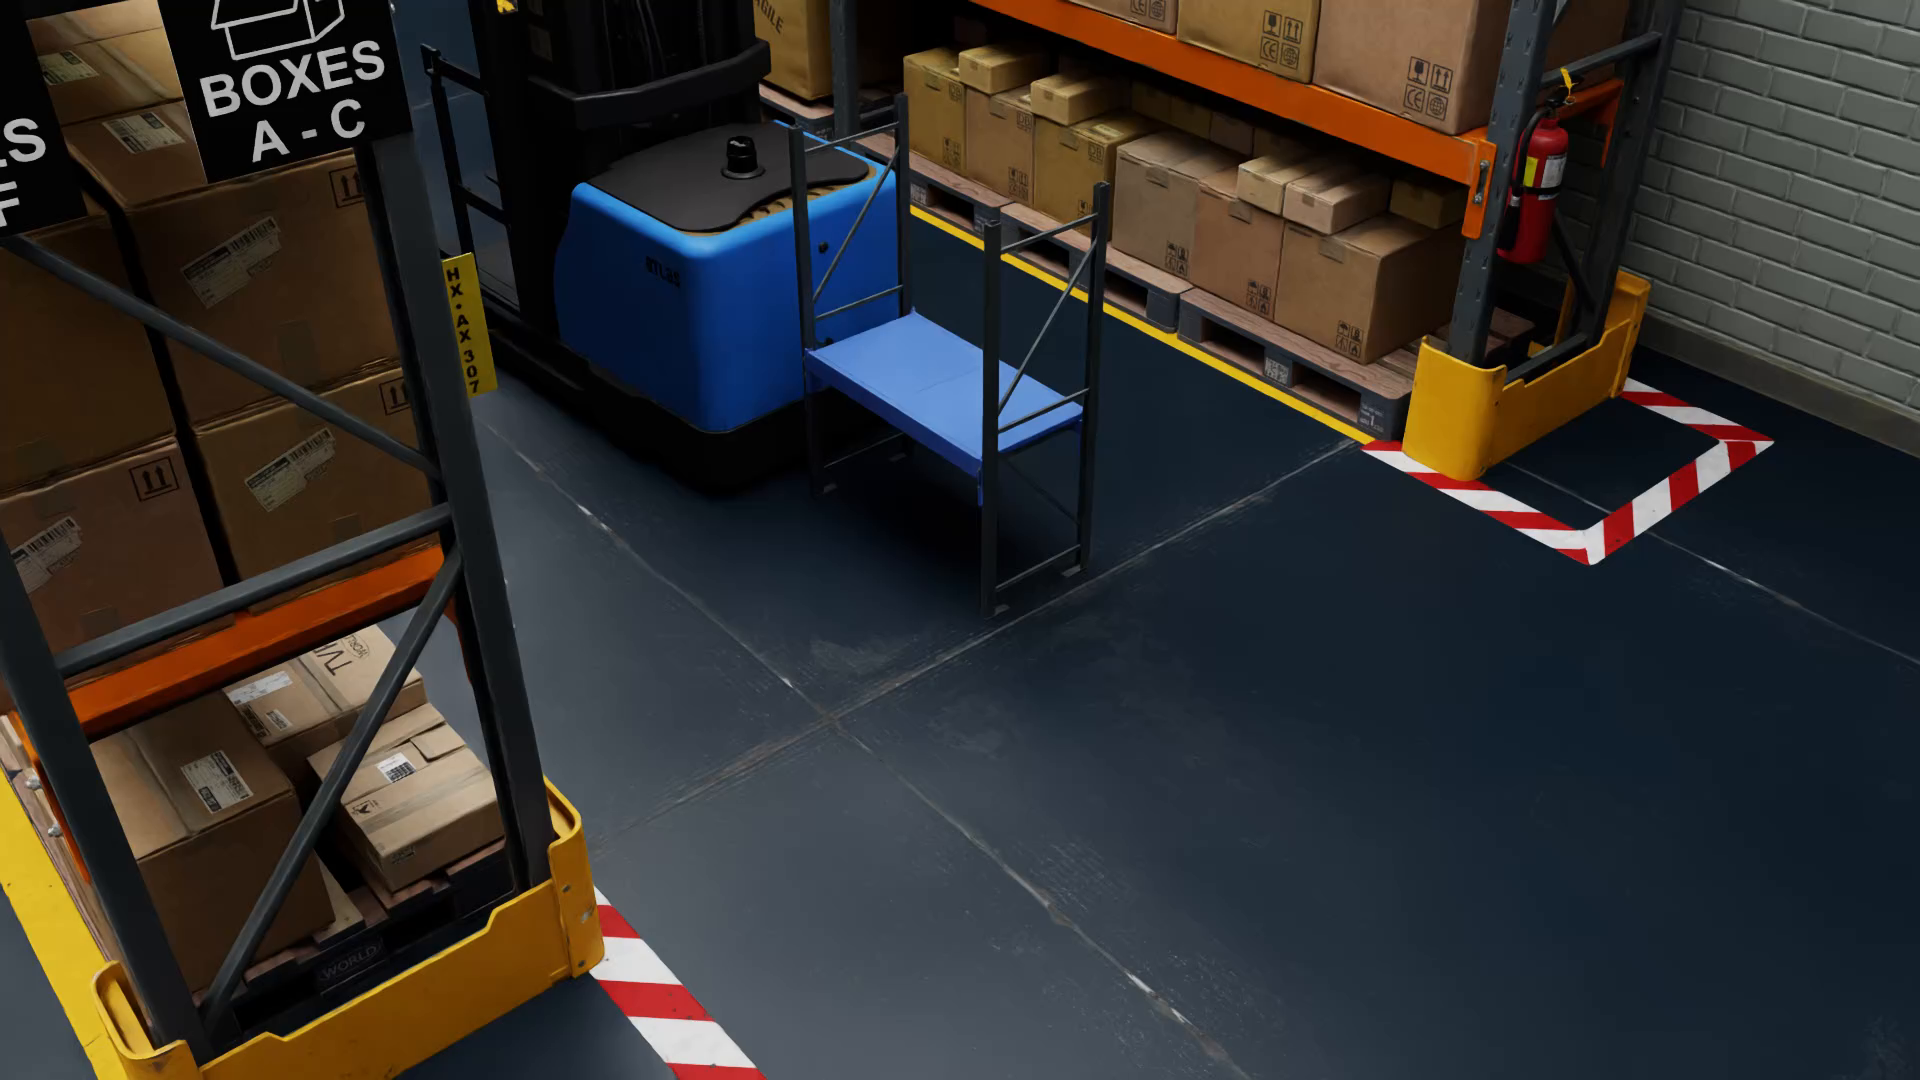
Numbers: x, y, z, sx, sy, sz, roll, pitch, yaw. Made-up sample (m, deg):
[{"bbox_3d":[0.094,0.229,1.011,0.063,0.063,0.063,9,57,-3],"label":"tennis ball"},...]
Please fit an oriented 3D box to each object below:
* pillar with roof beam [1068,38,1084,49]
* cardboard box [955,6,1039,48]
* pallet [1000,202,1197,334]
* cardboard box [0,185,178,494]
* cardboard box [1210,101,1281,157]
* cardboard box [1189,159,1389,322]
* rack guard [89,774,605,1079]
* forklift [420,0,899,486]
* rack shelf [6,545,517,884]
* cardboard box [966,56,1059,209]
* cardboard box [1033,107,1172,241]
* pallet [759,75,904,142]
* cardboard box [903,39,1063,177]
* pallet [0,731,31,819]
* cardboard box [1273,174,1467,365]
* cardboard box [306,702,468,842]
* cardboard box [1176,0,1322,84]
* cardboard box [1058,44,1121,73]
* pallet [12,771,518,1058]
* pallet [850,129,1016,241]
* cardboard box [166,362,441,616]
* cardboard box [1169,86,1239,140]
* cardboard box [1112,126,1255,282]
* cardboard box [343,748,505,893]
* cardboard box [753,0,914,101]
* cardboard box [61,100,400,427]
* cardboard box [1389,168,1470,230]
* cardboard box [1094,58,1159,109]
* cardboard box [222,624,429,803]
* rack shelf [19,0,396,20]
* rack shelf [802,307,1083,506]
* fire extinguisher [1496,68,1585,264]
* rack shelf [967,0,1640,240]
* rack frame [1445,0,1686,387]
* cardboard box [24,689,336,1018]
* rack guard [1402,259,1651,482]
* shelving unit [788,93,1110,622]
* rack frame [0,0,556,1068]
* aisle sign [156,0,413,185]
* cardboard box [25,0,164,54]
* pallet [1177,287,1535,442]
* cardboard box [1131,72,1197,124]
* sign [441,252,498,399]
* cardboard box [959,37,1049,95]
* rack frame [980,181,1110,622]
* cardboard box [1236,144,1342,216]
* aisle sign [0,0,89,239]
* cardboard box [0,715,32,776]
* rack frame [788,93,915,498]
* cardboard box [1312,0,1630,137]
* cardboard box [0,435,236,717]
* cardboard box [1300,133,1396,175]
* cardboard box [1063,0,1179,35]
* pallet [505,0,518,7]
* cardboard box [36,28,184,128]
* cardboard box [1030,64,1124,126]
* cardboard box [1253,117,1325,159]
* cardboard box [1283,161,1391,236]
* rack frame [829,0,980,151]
[{"bbox_3d":[-2.446,-4.365,4.628,9.100,9.000,0.400,-26,43,-32],"label":"pillar with roof beam"},{"bbox_3d":[0.193,-2.695,8.698,0.380,0.149,0.250,-26,43,-32],"label":"cardboard box"},{"bbox_3d":[0.953,-1.467,8.139,1.003,0.211,1.213,-26,43,-32],"label":"pallet"},{"bbox_3d":[-1.967,-0.437,3.319,0.500,0.500,0.500,-26,43,-32],"label":"cardboard box"},{"bbox_3d":[1.364,-1.896,7.570,0.380,0.149,0.250,-25,42,-31],"label":"cardboard box"},{"bbox_3d":[1.461,-1.387,7.412,0.700,0.500,0.500,-26,43,-32],"label":"cardboard box"},{"bbox_3d":[-1.519,1.093,4.275,1.175,0.500,0.348,-26,43,-32],"label":"rack guard"},{"bbox_3d":[-1.595,-2.160,6.764,1.130,2.935,3.031,-29,44,-34],"label":"forklift"},{"bbox_3d":[-2.761,-0.483,4.959,1.077,0.370,4.000,-26,43,-32],"label":"rack shelf"},{"bbox_3d":[0.456,-2.069,8.375,0.700,0.500,0.500,-26,43,-32],"label":"cardboard box"},{"bbox_3d":[0.786,-1.841,8.054,0.700,0.500,0.500,-25,42,-31],"label":"cardboard box"},{"bbox_3d":[-0.825,-2.684,9.857,1.003,0.211,1.213,-26,43,-32],"label":"pallet"},{"bbox_3d":[0.135,-2.292,8.690,0.700,0.500,0.500,-25,43,-31],"label":"cardboard box"},{"bbox_3d":[-2.818,0.321,5.615,1.003,0.211,1.213,-26,43,-32],"label":"pallet"},{"bbox_3d":[1.783,-1.166,7.101,0.700,0.500,0.500,-26,43,-32],"label":"cardboard box"},{"bbox_3d":[-1.639,0.659,4.794,0.380,0.166,0.250,-26,43,-32],"label":"cardboard box"},{"bbox_3d":[1.497,-2.404,6.789,0.980,0.700,0.700,-26,43,-32],"label":"cardboard box"},{"bbox_3d":[0.705,-2.347,8.206,0.380,0.149,0.250,-28,44,-33],"label":"cardboard box"},{"bbox_3d":[-2.034,0.859,4.855,1.003,0.211,1.213,-26,43,-32],"label":"pallet"},{"bbox_3d":[0.161,-2.006,8.900,1.003,0.211,1.213,-26,43,-32],"label":"pallet"},{"bbox_3d":[-1.555,-0.229,3.891,0.500,0.500,0.500,-25,42,-31],"label":"cardboard box"},{"bbox_3d":[1.197,-2.009,7.730,0.380,0.149,0.250,-26,43,-31],"label":"cardboard box"},{"bbox_3d":[1.135,-1.609,7.726,0.700,0.500,0.500,-28,44,-33],"label":"cardboard box"},{"bbox_3d":[-1.478,0.777,4.644,0.380,0.149,0.250,-26,43,-32],"label":"cardboard box"},{"bbox_3d":[-0.788,-3.042,9.446,0.750,0.750,0.750,-25,43,-31],"label":"cardboard box"},{"bbox_3d":[-1.555,-0.637,3.602,0.500,0.500,0.500,-25,42,-30],"label":"cardboard box"},{"bbox_3d":[2.017,-1.450,6.941,0.380,0.149,0.250,-26,43,-31],"label":"cardboard box"},{"bbox_3d":[0.867,-2.235,8.048,0.380,0.149,0.250,-26,43,-31],"label":"cardboard box"},{"bbox_3d":[-1.927,0.482,4.972,0.500,0.250,0.500,-26,43,-32],"label":"cardboard box"},{"bbox_3d":[-2.761,-1.707,4.092,1.077,0.370,4.000,-26,43,-32],"label":"rack shelf"},{"bbox_3d":[-0.055,-0.503,5.974,0.538,0.185,1.000,-26,43,-32],"label":"rack shelf"},{"bbox_3d":[2.056,-1.321,5.909,0.296,0.674,0.183,-26,43,-32],"label":"fire extinguisher"},{"bbox_3d":[1.021,-2.332,7.571,1.077,0.370,4.000,-26,43,-32],"label":"rack shelf"},{"bbox_3d":[2.312,-1.743,6.116,1.000,3.000,0.127,-26,43,-32],"label":"rack frame"},{"bbox_3d":[-2.009,0.799,4.309,0.500,0.500,0.500,-26,43,-32],"label":"cardboard box"},{"bbox_3d":[2.327,-0.712,6.823,1.175,0.500,0.348,-26,43,-32],"label":"rack guard"},{"bbox_3d":[-0.055,-0.650,5.870,0.538,1.500,1.048,-26,43,-32],"label":"shelving unit"},{"bbox_3d":[-1.470,0.106,3.505,1.000,3.000,0.127,-26,43,-32],"label":"rack frame"},{"bbox_3d":[-1.202,-1.034,2.865,0.394,0.787,0.004,-26,43,-32],"label":"aisle sign"},{"bbox_3d":[-2.217,-1.088,4.239,0.500,0.500,0.500,-25,42,-31],"label":"cardboard box"},{"bbox_3d":[1.736,-0.929,7.379,1.003,0.211,1.213,-26,43,-32],"label":"pallet"},{"bbox_3d":[1.034,-2.121,7.888,0.380,0.149,0.250,-27,43,-33],"label":"cardboard box"},{"bbox_3d":[-1.056,-0.450,3.540,0.100,0.325,0.005,-26,43,-32],"label":"sign"},{"bbox_3d":[0.216,-2.337,8.193,0.380,0.149,0.250,-24,42,-30],"label":"cardboard box"},{"bbox_3d":[0.273,-0.425,5.553,0.500,1.500,0.032,-26,43,-32],"label":"rack frame"},{"bbox_3d":[1.396,-1.532,7.056,0.380,0.149,0.250,-25,42,-31],"label":"cardboard box"},{"bbox_3d":[-1.660,-0.810,2.550,0.394,0.787,0.004,-26,43,-32],"label":"aisle sign"},{"bbox_3d":[-2.599,0.470,4.990,0.500,0.250,0.500,-26,43,-32],"label":"cardboard box"},{"bbox_3d":[-0.383,-0.874,6.187,0.500,1.500,0.032,-26,43,-32],"label":"rack frame"},{"bbox_3d":[1.975,-2.087,6.342,0.980,0.700,0.700,-24,42,-30],"label":"cardboard box"},{"bbox_3d":[-1.967,-0.031,3.612,0.500,0.500,0.500,-25,42,-30],"label":"cardboard box"},{"bbox_3d":[1.689,-1.674,7.256,0.380,0.149,0.250,-26,43,-32],"label":"cardboard box"},{"bbox_3d":[1.012,-2.744,7.270,0.980,0.700,0.700,-28,44,-34],"label":"cardboard box"},{"bbox_3d":[-2.400,-3.761,11.378,1.003,0.211,1.213,-26,43,-32],"label":"pallet"},{"bbox_3d":[-1.898,-0.865,3.924,0.500,0.500,0.500,-26,43,-31],"label":"cardboard box"},{"bbox_3d":[0.553,-2.107,7.868,0.380,0.149,0.250,-27,44,-33],"label":"cardboard box"},{"bbox_3d":[1.528,-1.784,7.412,0.380,0.149,0.250,-26,43,-31],"label":"cardboard box"},{"bbox_3d":[1.561,-1.420,6.897,0.380,0.149,0.250,-27,43,-32],"label":"cardboard box"},{"bbox_3d":[-0.270,-3.509,8.609,1.000,3.000,0.127,-26,43,-32],"label":"rack frame"}]
